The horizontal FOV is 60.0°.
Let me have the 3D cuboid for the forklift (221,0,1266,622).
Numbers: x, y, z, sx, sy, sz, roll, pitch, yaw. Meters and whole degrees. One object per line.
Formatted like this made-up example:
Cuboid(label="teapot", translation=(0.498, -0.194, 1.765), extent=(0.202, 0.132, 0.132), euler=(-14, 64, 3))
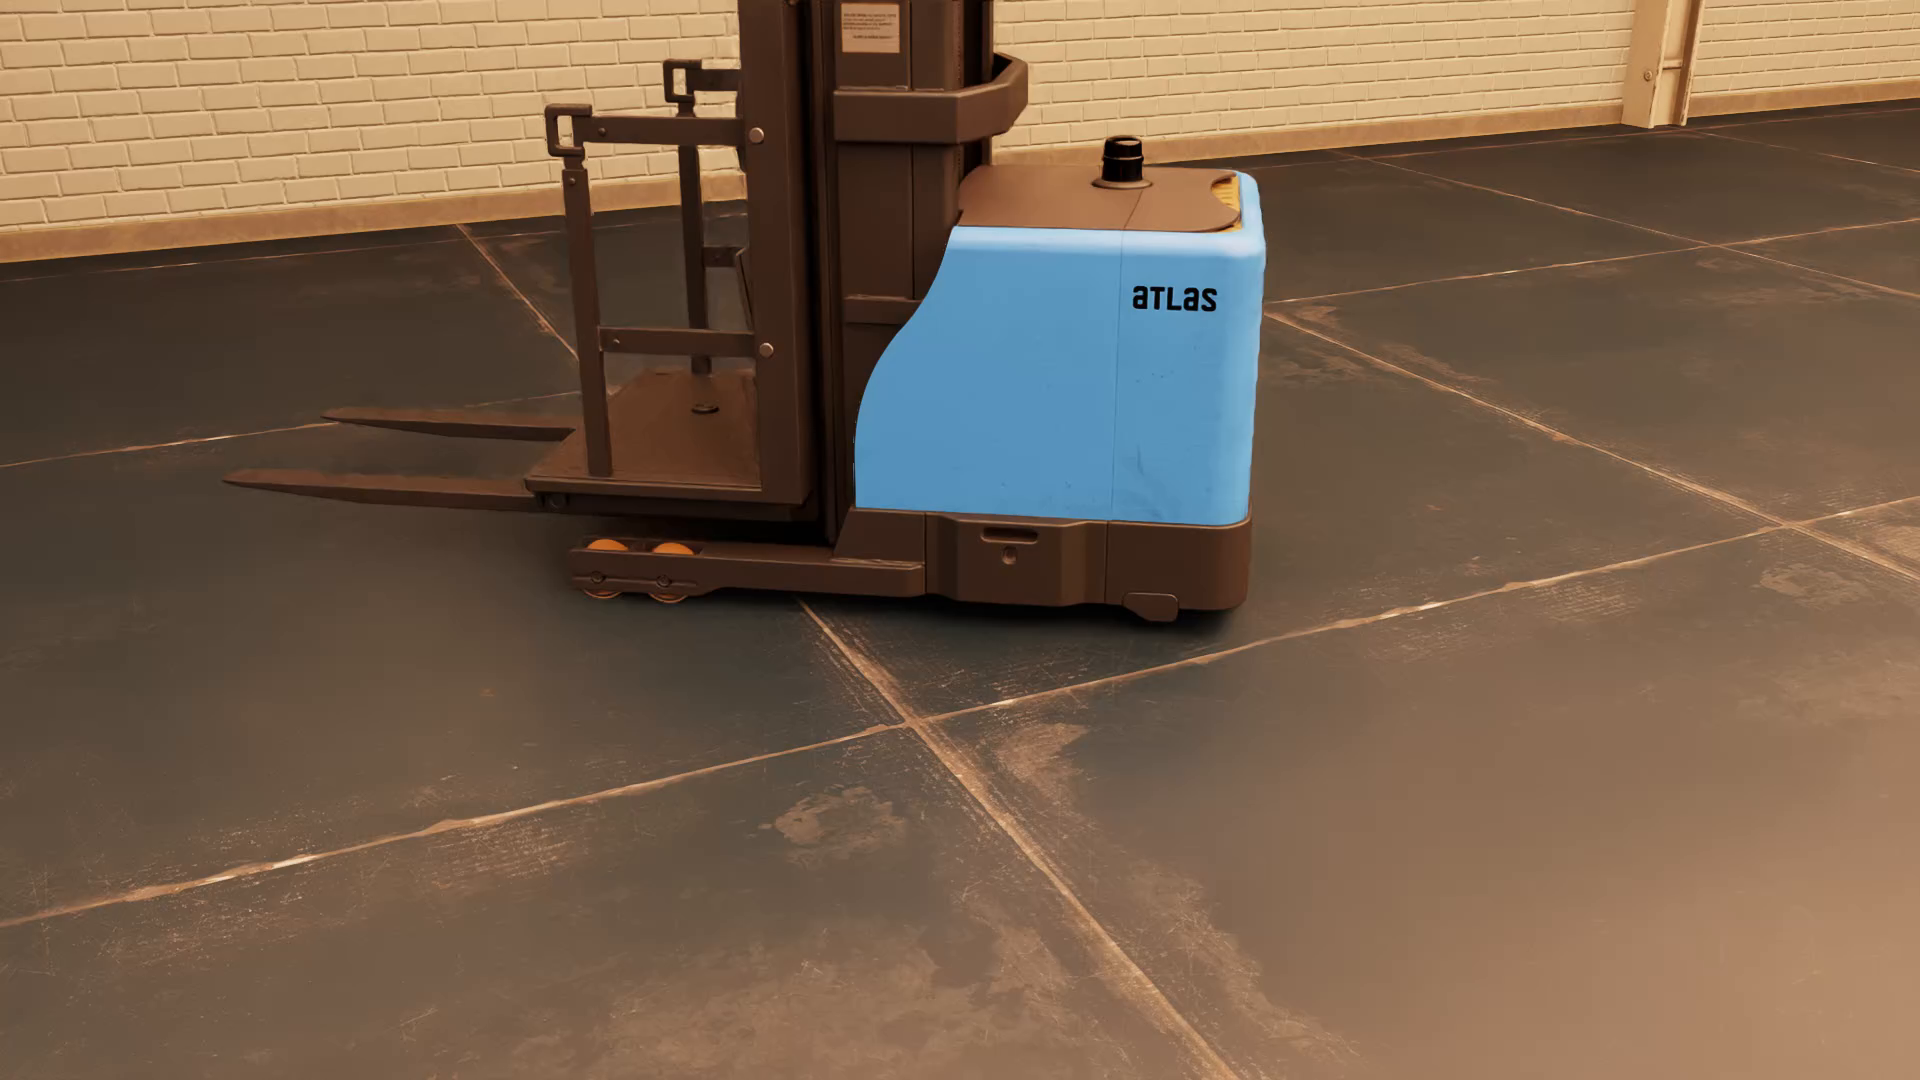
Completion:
Cuboid(label="forklift", translation=(-0.660, -1.372, 4.590), extent=(3.031, 2.935, 1.130), euler=(3, 23, 7))
